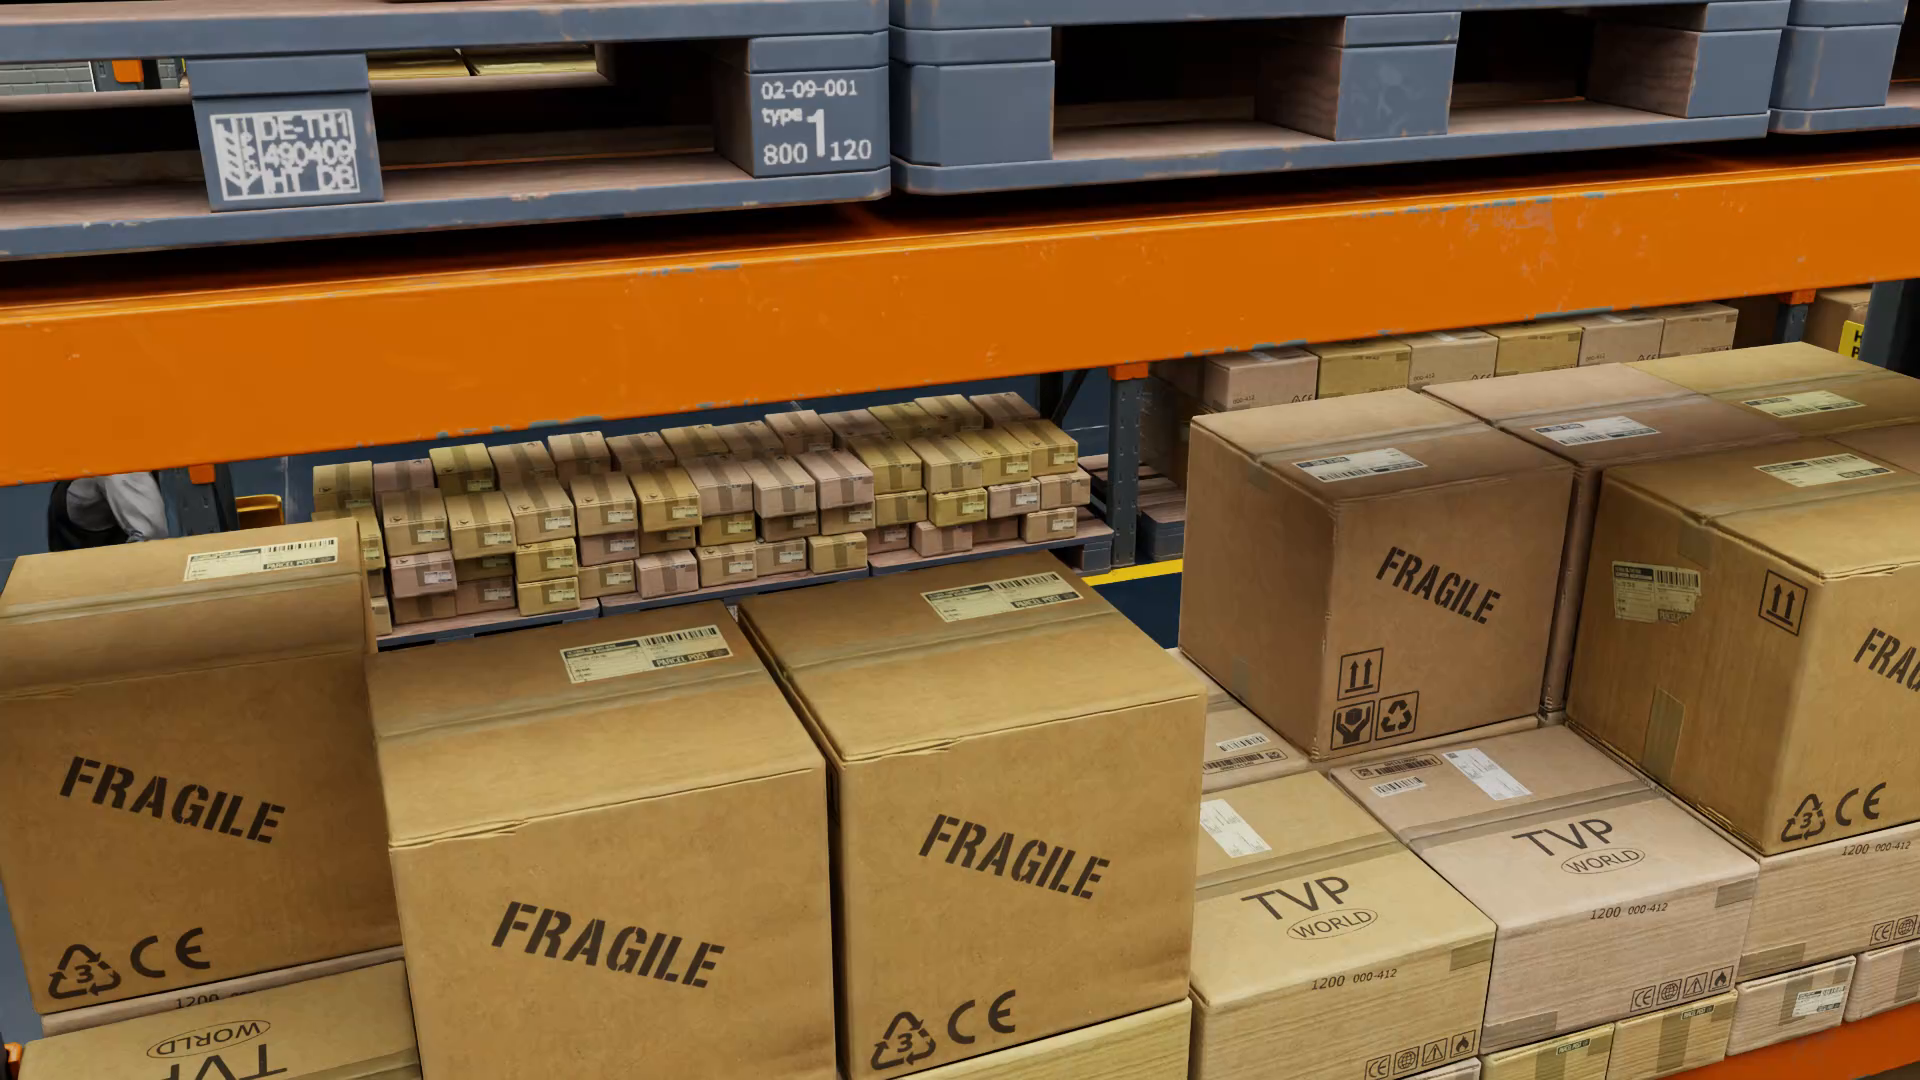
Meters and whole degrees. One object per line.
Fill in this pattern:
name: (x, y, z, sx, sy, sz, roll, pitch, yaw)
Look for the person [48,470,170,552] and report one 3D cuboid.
person: (-2.725, 0.252, 5.537, 0.704, 1.725, 0.695, -6, 23, -14)
